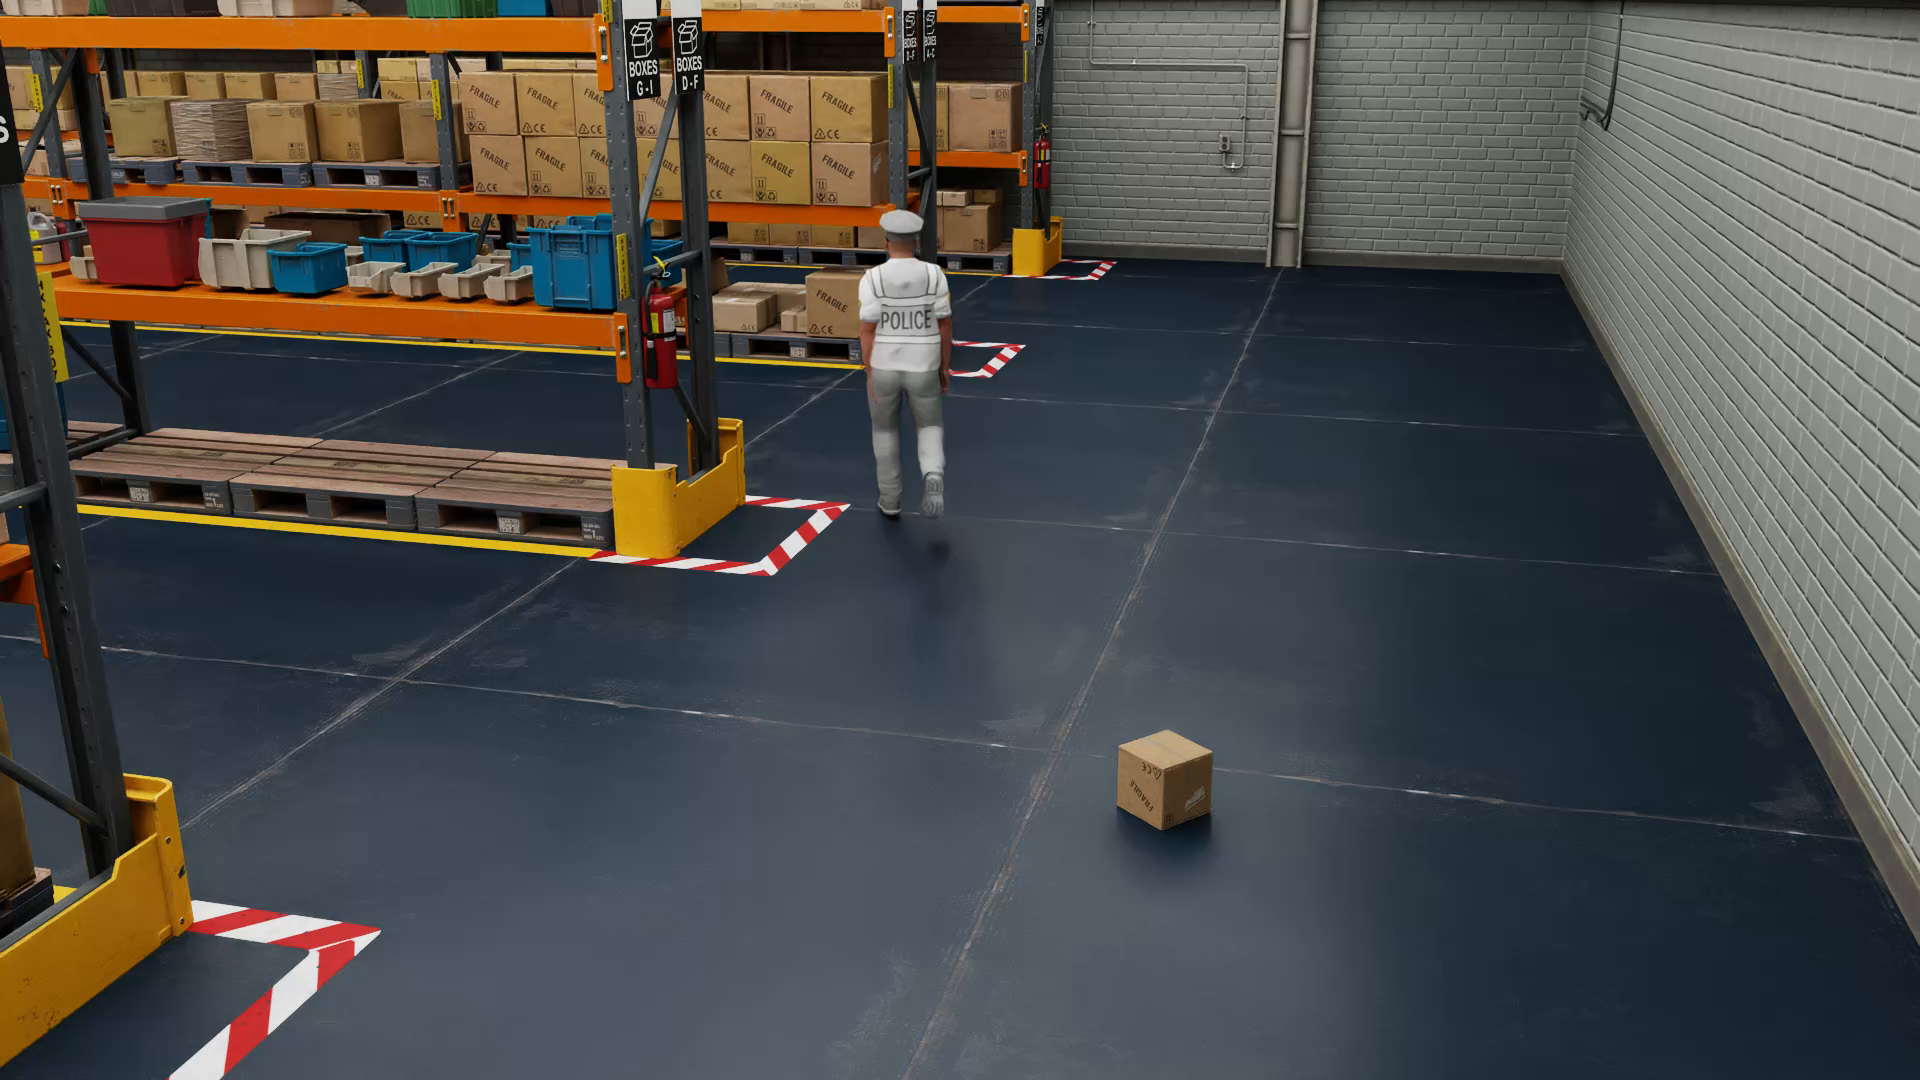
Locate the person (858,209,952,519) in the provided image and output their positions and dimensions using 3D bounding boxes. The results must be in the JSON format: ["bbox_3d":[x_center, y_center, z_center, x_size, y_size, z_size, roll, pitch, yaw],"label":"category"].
[{"bbox_3d":[-0.302,-0.967,9.407,0.534,1.756,0.675,-3,18,-8],"label":"person"}]
